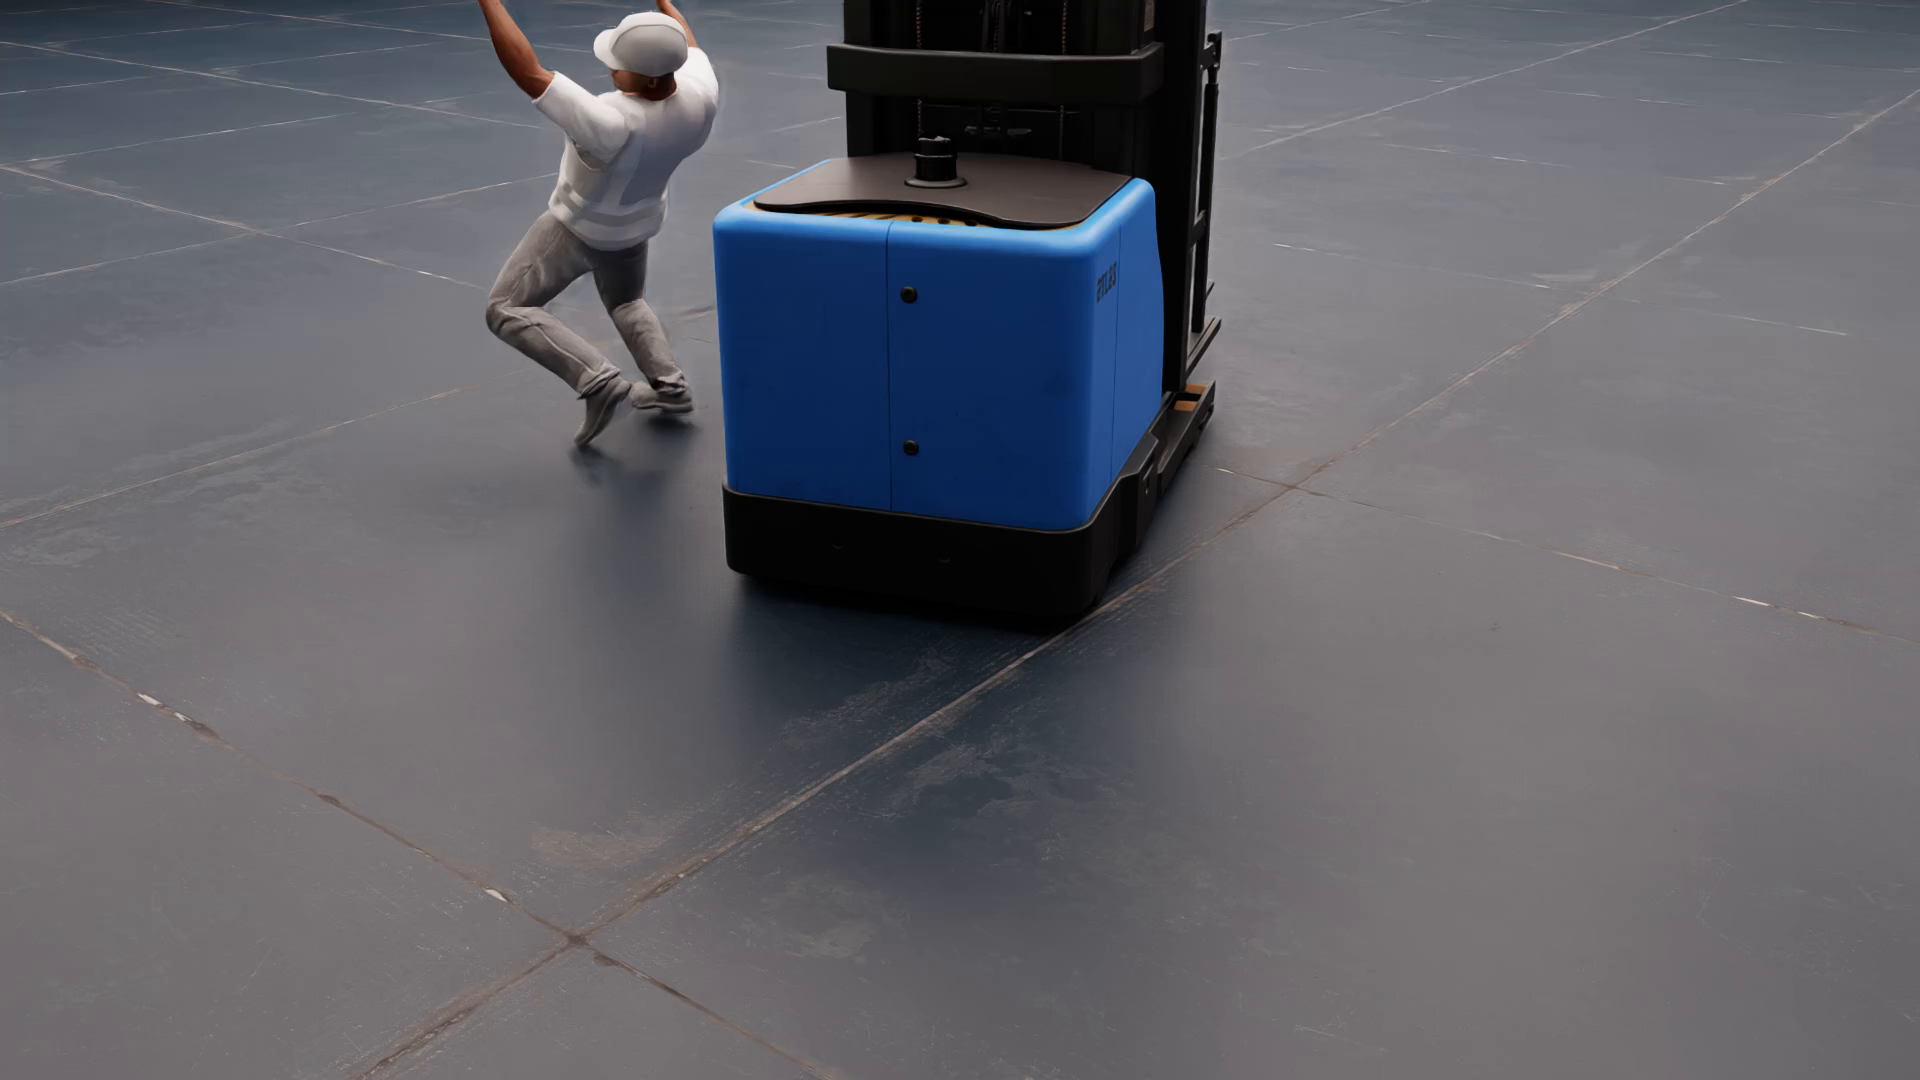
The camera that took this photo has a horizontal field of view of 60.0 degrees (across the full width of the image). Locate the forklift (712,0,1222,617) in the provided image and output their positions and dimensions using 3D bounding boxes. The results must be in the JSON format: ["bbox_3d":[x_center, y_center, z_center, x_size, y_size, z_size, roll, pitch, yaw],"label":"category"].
[{"bbox_3d":[0.277,-1.703,5.257,1.130,2.935,3.031,7,24,16],"label":"forklift"}]

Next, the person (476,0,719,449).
[{"bbox_3d":[-1.115,-1.168,5.636,0.742,1.651,1.039,13,27,28],"label":"person"}]
